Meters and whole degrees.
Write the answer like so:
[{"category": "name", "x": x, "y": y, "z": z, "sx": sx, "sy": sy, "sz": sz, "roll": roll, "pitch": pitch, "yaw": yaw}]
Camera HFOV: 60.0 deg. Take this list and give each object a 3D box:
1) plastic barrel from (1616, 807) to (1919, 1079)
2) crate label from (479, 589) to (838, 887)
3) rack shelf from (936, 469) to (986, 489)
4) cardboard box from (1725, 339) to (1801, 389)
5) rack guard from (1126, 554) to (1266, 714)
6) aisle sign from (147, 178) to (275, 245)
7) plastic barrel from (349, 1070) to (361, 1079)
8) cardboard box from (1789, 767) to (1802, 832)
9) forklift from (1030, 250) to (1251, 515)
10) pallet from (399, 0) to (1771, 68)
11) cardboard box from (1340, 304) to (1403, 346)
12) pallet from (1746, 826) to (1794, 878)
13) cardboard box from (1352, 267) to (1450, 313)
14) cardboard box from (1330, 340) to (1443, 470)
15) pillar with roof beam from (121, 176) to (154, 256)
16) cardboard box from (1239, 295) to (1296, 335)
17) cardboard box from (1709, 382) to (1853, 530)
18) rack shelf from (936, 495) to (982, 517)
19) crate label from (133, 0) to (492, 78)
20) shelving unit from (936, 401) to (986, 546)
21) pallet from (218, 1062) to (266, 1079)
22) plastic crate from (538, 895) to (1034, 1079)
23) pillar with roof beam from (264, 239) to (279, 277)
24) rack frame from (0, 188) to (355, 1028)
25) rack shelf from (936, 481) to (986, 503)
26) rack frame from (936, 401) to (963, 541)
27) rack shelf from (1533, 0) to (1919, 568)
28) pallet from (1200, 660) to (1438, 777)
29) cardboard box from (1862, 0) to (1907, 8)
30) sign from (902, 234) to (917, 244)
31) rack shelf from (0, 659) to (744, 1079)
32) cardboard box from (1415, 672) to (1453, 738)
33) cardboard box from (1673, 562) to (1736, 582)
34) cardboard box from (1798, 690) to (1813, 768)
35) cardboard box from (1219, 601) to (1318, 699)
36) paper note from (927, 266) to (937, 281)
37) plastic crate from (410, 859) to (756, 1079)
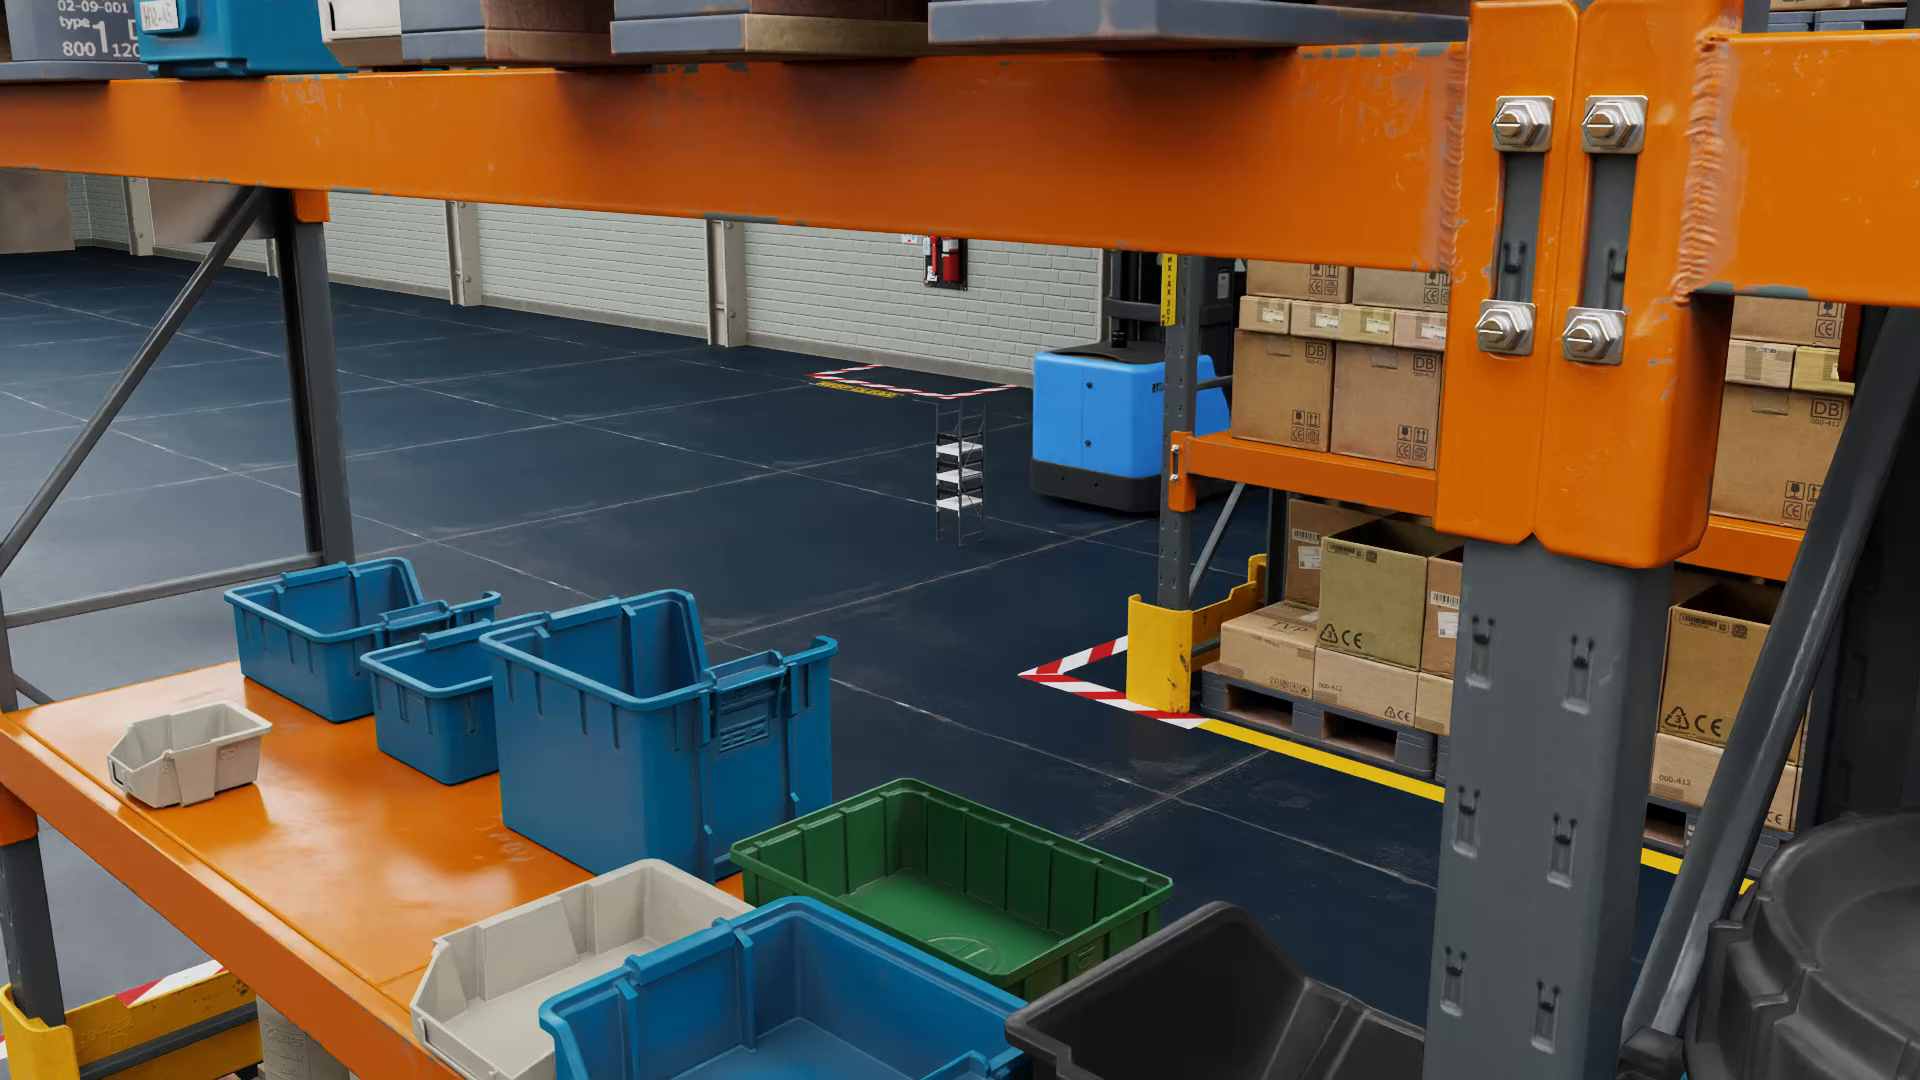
[{"category": "plastic barrel", "x": 0.826, "y": 0.718, "z": 1.235, "sx": 0.708, "sy": 0.901, "sz": 0.600, "roll": 14, "pitch": 20, "yaw": 42}, {"category": "crate label", "x": -0.609, "y": 0.393, "z": 3.403, "sx": 0.616, "sy": 0.435, "sz": 0.502, "roll": 14, "pitch": 20, "yaw": 42}, {"category": "rack shelf", "x": 0.006, "y": -0.402, "z": 10.822, "sx": 0.200, "sy": 0.077, "sz": 0.258, "roll": 14, "pitch": 20, "yaw": 42}, {"category": "cardboard box", "x": 2.941, "y": -0.654, "z": 6.009, "sx": 0.380, "sy": 0.149, "sz": 0.250, "roll": -14, "pitch": 20, "yaw": -43}, {"category": "rack guard", "x": 1.302, "y": 0.445, "z": 8.235, "sx": 0.348, "sy": 0.500, "sz": 1.175, "roll": 14, "pitch": 20, "yaw": 42}, {"category": "aisle sign", "x": -1.967, "y": -1.187, "z": 4.383, "sx": 0.004, "sy": 0.787, "sz": 0.394, "roll": 14, "pitch": 20, "yaw": 42}, {"category": "plastic barrel", "x": -1.234, "y": 1.327, "z": 3.990, "sx": 0.421, "sy": 0.512, "sz": 0.421, "roll": 0, "pitch": 15, "yaw": 0}, {"category": "cardboard box", "x": 3.360, "y": 0.936, "z": 6.012, "sx": 0.500, "sy": 0.250, "sz": 0.500, "roll": 14, "pitch": 20, "yaw": 42}, {"category": "forklift", "x": 1.896, "y": -1.890, "z": 12.374, "sx": 1.130, "sy": 2.935, "sz": 3.031, "roll": 14, "pitch": 20, "yaw": 42}, {"category": "pallet", "x": 0.171, "y": -0.631, "z": 1.831, "sx": 1.003, "sy": 0.211, "sz": 1.213, "roll": 14, "pitch": 20, "yaw": 42}, {"category": "cardboard box", "x": 1.823, "y": -0.926, "z": 7.051, "sx": 0.250, "sy": 0.149, "sz": 0.380, "roll": 14, "pitch": 20, "yaw": 42}, {"category": "pallet", "x": 3.656, "y": 1.142, "z": 6.131, "sx": 1.213, "sy": 0.211, "sz": 1.003, "roll": 14, "pitch": 20, "yaw": 42}, {"category": "cardboard box", "x": 2.067, "y": -1.253, "z": 7.020, "sx": 0.500, "sy": 0.500, "sz": 0.700, "roll": 13, "pitch": 19, "yaw": 41}, {"category": "cardboard box", "x": 2.028, "y": -0.634, "z": 7.219, "sx": 0.700, "sy": 0.500, "sz": 0.500, "roll": -14, "pitch": 20, "yaw": -43}, {"category": "pillar with roof beam", "x": -18.725, "y": -9.067, "z": 27.884, "sx": 0.400, "sy": 9.000, "sz": 9.100, "roll": 14, "pitch": 20, "yaw": 42}, {"category": "cardboard box", "x": 1.452, "y": -1.015, "z": 7.395, "sx": 0.250, "sy": 0.149, "sz": 0.380, "roll": 13, "pitch": 20, "yaw": 42}, {"category": "cardboard box", "x": 3.132, "y": -0.365, "z": 6.187, "sx": 0.500, "sy": 0.500, "sz": 0.700, "roll": 14, "pitch": 20, "yaw": 43}, {"category": "rack shelf", "x": 0.006, "y": -0.228, "z": 10.867, "sx": 0.200, "sy": 0.077, "sz": 0.258, "roll": 14, "pitch": 20, "yaw": 42}, {"category": "crate label", "x": -1.003, "y": -0.854, "z": 2.608, "sx": 0.408, "sy": 0.251, "sz": 0.502, "roll": 14, "pitch": 20, "yaw": 42}, {"category": "shelving unit", "x": 0.006, "y": -0.434, "z": 10.813, "sx": 0.210, "sy": 0.900, "sz": 0.258, "roll": 14, "pitch": 20, "yaw": 42}, {"category": "pallet", "x": -1.453, "y": 1.635, "z": 4.239, "sx": 1.213, "sy": 0.211, "sz": 1.003, "roll": 14, "pitch": 20, "yaw": 42}, {"category": "plastic crate", "x": -0.227, "y": 0.765, "z": 2.341, "sx": 0.616, "sy": 0.251, "sz": 0.499, "roll": 14, "pitch": 20, "yaw": 42}, {"category": "pillar with roof beam", "x": -14.406, "y": -8.017, "z": 23.854, "sx": 0.400, "sy": 9.000, "sz": 9.100, "roll": 14, "pitch": 20, "yaw": 42}, {"category": "rack frame", "x": -2.121, "y": 0.138, "z": 4.455, "sx": 0.127, "sy": 3.000, "sz": 1.000, "roll": 14, "pitch": 20, "yaw": 42}, {"category": "rack shelf", "x": 0.006, "y": -0.315, "z": 10.844, "sx": 0.200, "sy": 0.077, "sz": 0.258, "roll": 14, "pitch": 20, "yaw": 42}, {"category": "rack frame", "x": -0.067, "y": -0.452, "z": 10.881, "sx": 0.006, "sy": 0.900, "sz": 0.240, "roll": 14, "pitch": 20, "yaw": 42}, {"category": "rack shelf", "x": 2.198, "y": 0.084, "z": 0.138, "sx": 4.000, "sy": 0.370, "sz": 1.077, "roll": 14, "pitch": 20, "yaw": 42}, {"category": "pallet", "x": 1.899, "y": 0.715, "z": 7.770, "sx": 1.213, "sy": 0.211, "sz": 1.003, "roll": 14, "pitch": 20, "yaw": 42}, {"category": "cardboard box", "x": 3.141, "y": -1.823, "z": 5.419, "sx": 0.250, "sy": 0.149, "sz": 0.380, "roll": 14, "pitch": 20, "yaw": 42}, {"category": "sign", "x": -0.539, "y": -3.317, "z": 17.644, "sx": 0.234, "sy": 0.329, "sz": 0.001, "roll": 14, "pitch": 20, "yaw": 42}, {"category": "rack shelf", "x": -0.682, "y": 0.836, "z": 3.203, "sx": 4.000, "sy": 0.370, "sz": 1.077, "roll": 14, "pitch": 20, "yaw": 42}, {"category": "cardboard box", "x": 2.273, "y": 0.675, "z": 7.012, "sx": 0.500, "sy": 0.250, "sz": 0.500, "roll": 14, "pitch": 20, "yaw": 42}, {"category": "cardboard box", "x": 3.001, "y": 0.304, "z": 6.951, "sx": 0.500, "sy": 0.500, "sz": 0.500, "roll": 14, "pitch": 20, "yaw": 42}, {"category": "cardboard box", "x": 3.362, "y": 0.573, "z": 5.919, "sx": 0.500, "sy": 0.500, "sz": 0.500, "roll": 14, "pitch": 20, "yaw": 42}, {"category": "cardboard box", "x": 1.551, "y": 0.501, "z": 7.682, "sx": 0.500, "sy": 0.250, "sz": 0.500, "roll": 14, "pitch": 20, "yaw": 42}, {"category": "paper note", "x": -0.292, "y": -2.802, "z": 17.484, "sx": 0.142, "sy": 0.148, "sz": 0.016, "roll": 14, "pitch": 20, "yaw": 42}, {"category": "plastic crate", "x": -0.587, "y": 0.727, "z": 2.716, "sx": 0.437, "sy": 0.136, "sz": 0.530, "roll": 14, "pitch": 20, "yaw": 42}]
